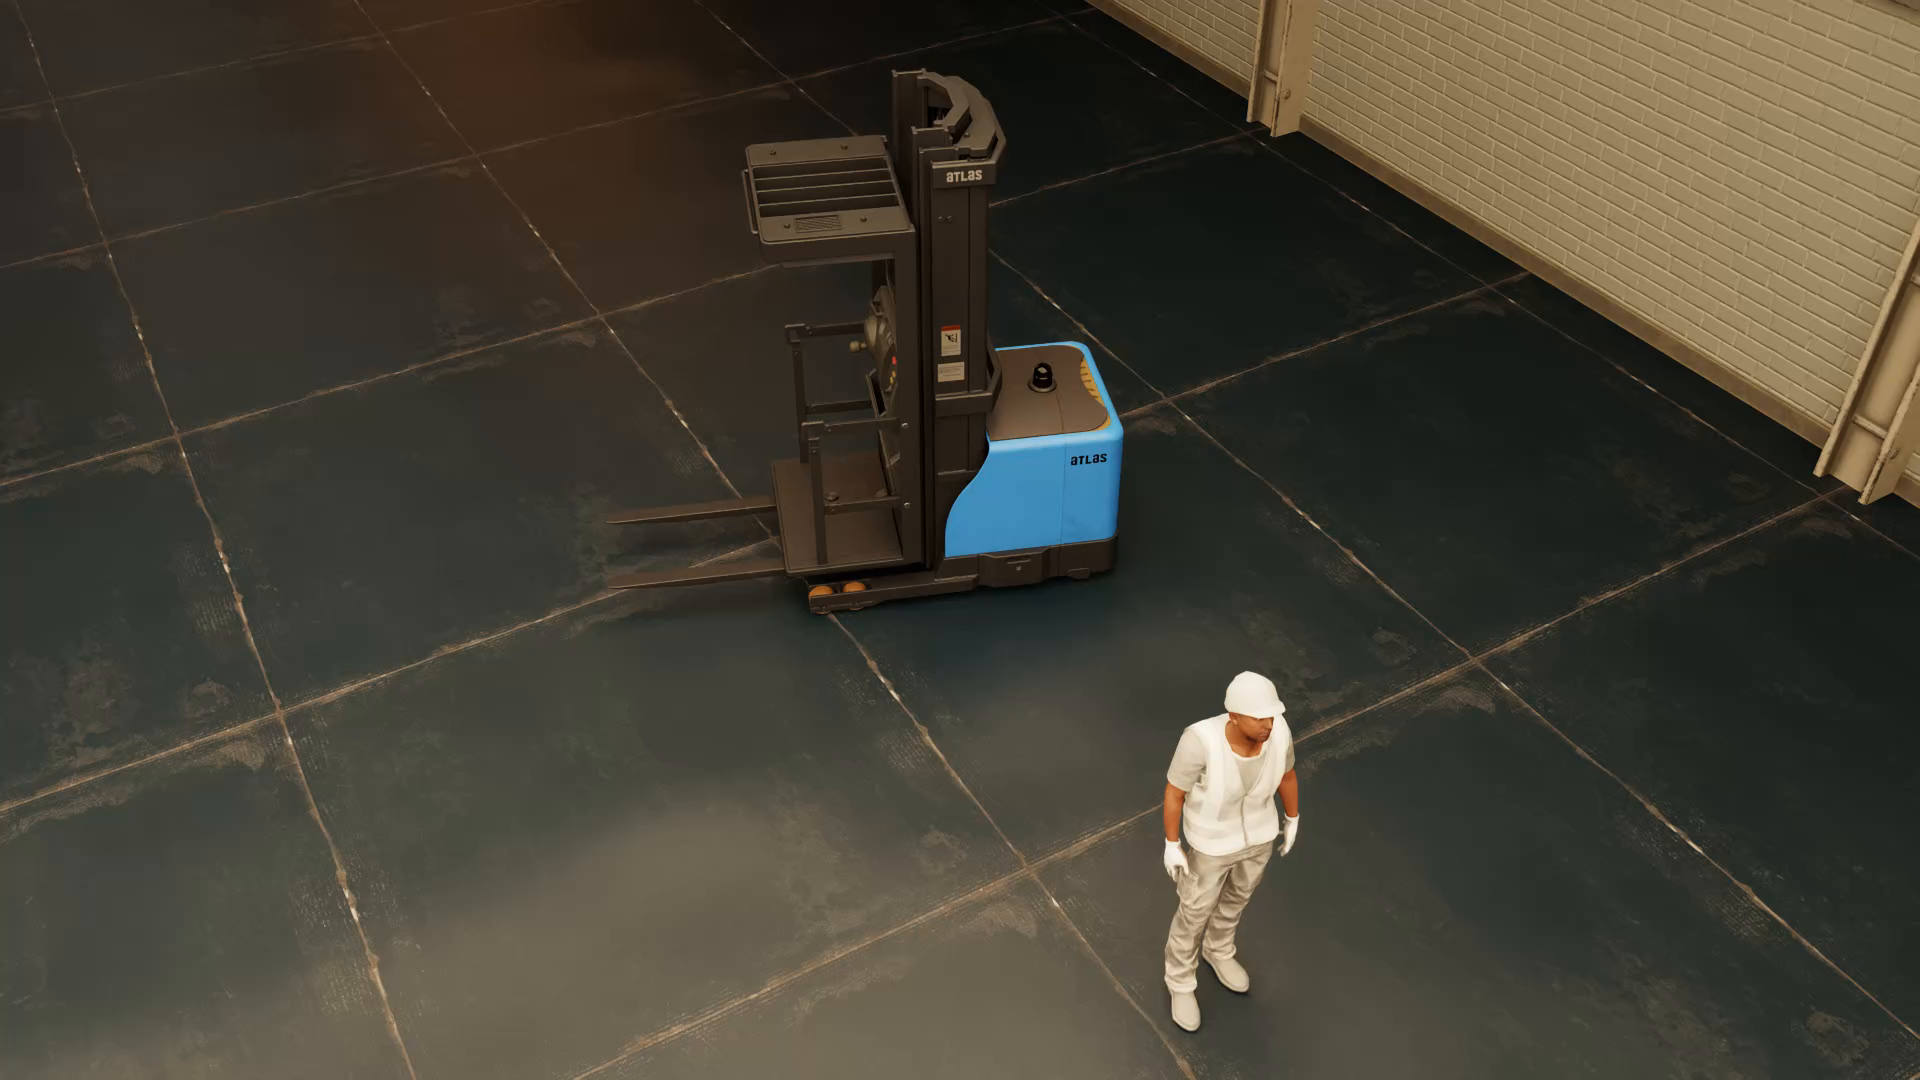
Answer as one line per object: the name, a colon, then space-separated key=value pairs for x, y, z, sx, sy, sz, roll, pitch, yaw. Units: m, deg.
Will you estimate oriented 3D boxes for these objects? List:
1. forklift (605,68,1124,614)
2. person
forklift: x=-0.620 y=-1.059 z=9.313 sx=3.031 sy=2.935 sz=1.130 roll=-6 pitch=40 yaw=-8
person: x=1.215 y=1.345 z=7.303 sx=0.655 sy=1.782 sz=0.577 roll=-13 pitch=41 yaw=-15
